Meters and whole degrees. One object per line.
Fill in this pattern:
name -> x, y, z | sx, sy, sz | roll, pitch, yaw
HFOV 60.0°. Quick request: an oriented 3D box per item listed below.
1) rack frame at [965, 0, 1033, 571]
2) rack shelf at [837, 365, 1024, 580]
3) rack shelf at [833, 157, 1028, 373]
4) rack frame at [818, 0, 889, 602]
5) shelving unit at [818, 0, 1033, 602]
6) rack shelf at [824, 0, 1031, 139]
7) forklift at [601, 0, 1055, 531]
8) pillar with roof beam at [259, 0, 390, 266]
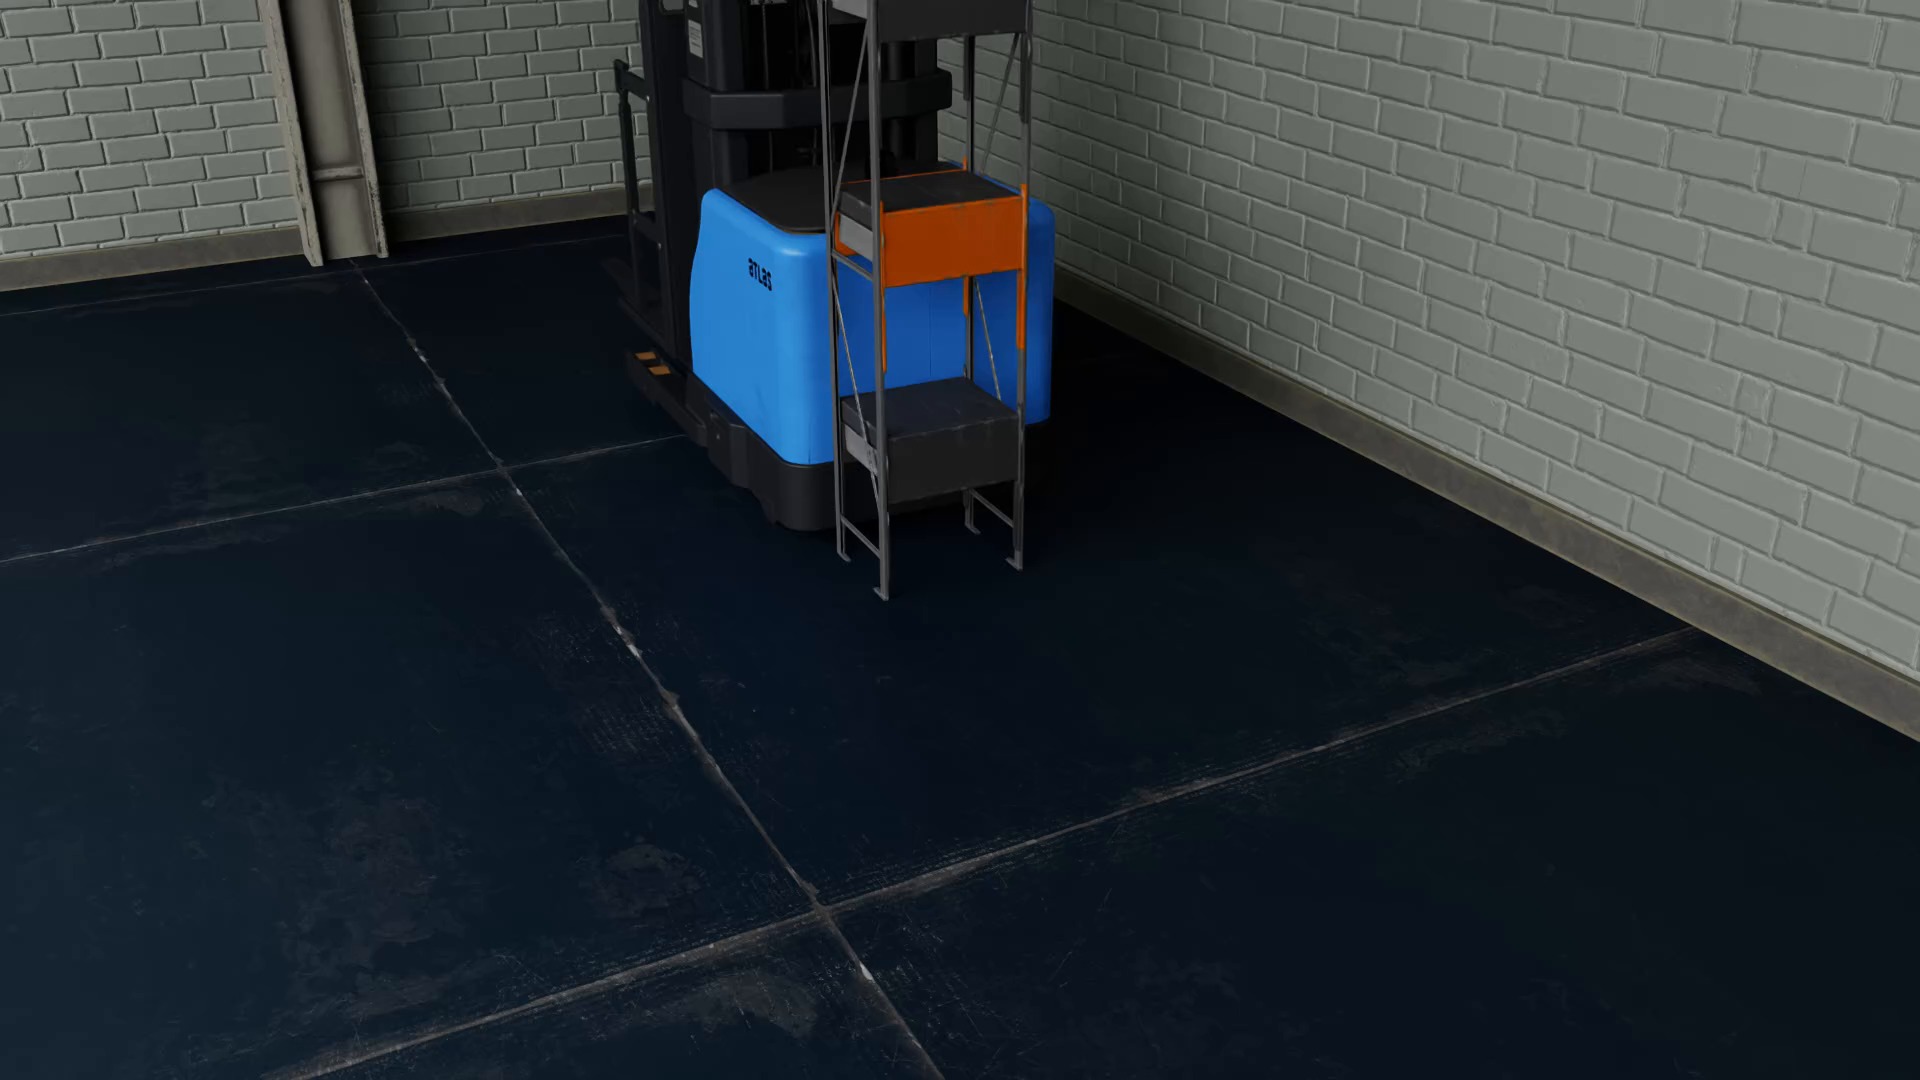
rack frame -> 0.114, -0.921, 5.242 | 0.015, 2.100, 0.400 | -12, 28, -24
rack shelf -> -0.105, -0.231, 5.453 | 0.480, 0.518, 0.431 | -12, 28, -24
rack shelf -> -0.105, -0.862, 5.150 | 0.480, 0.518, 0.431 | -12, 28, -24
rack frame -> -0.323, -0.827, 5.047 | 0.015, 2.100, 0.400 | -12, 28, -24
shelving unit -> -0.105, -0.874, 5.144 | 0.503, 2.100, 0.431 | -12, 28, -24
rack shelf -> -0.105, -1.493, 4.847 | 0.480, 0.518, 0.431 | -12, 28, -24
forklift -> -0.766, -1.958, 6.441 | 1.130, 2.935, 3.031 | -12, 28, -24
pillar with roof beam -> -1.276, -3.949, 3.579 | 0.400, 9.000, 9.100 | -13, 29, -25
